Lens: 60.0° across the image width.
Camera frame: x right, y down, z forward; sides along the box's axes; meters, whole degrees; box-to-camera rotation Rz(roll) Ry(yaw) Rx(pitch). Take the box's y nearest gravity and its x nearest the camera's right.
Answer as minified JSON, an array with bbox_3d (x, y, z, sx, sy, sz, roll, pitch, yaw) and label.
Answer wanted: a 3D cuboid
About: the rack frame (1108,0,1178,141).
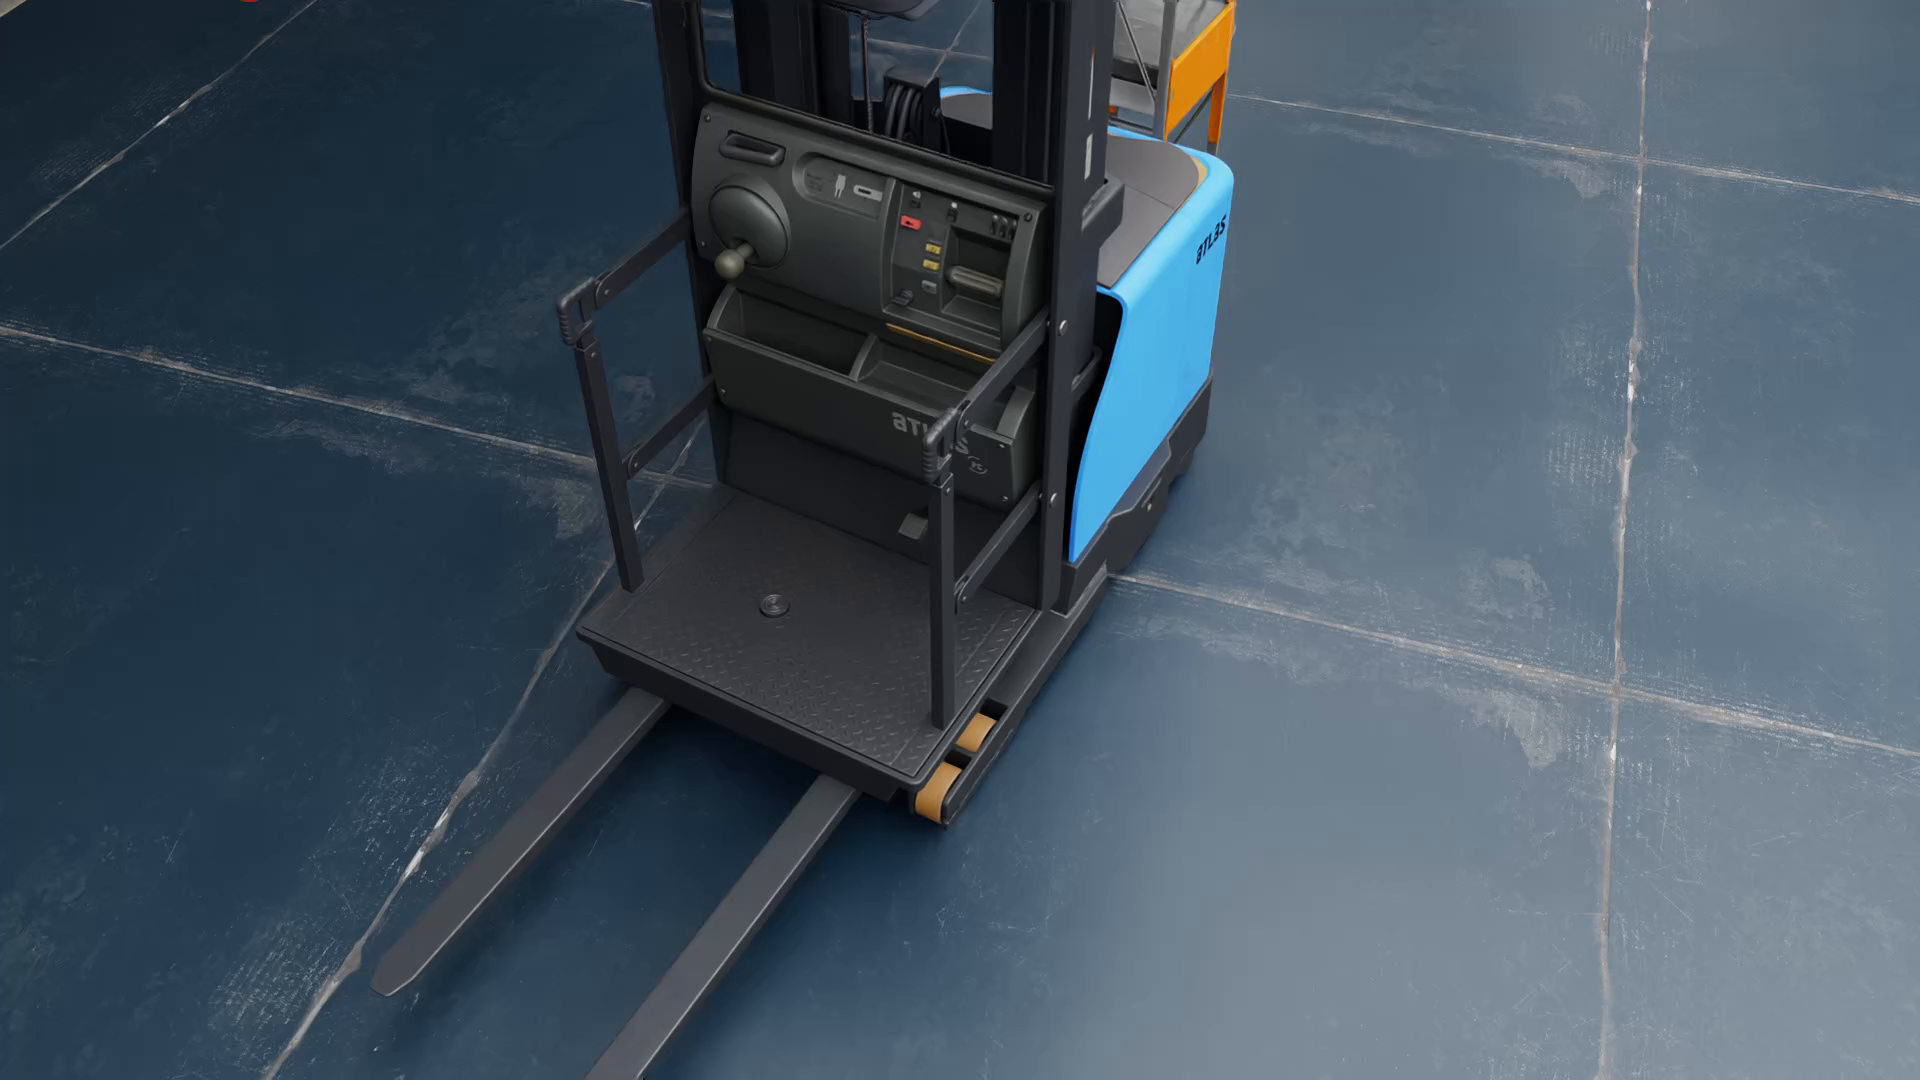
[{"bbox_3d":[0.437,-1.280,5.057,0.400,2.100,0.015,21,48,20],"label":"rack frame"}]

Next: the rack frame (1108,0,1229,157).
[{"bbox_3d":[0.676,-1.578,5.361,0.400,2.100,0.015,21,48,20],"label":"rack frame"}]

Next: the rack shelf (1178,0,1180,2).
[{"bbox_3d":[0.557,-1.919,4.729,0.431,0.518,0.480,21,48,20],"label":"rack shelf"}]

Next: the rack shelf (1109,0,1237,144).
[{"bbox_3d":[0.557,-1.419,5.218,0.431,0.518,0.480,21,48,20],"label":"rack shelf"}]

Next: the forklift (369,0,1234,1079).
[{"bbox_3d":[-0.345,-0.657,3.826,1.130,2.935,3.031,21,48,20],"label":"forklift"}]

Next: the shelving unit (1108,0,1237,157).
[{"bbox_3d":[0.557,-1.429,5.209,0.431,2.100,0.503,21,48,20],"label":"shelving unit"}]
